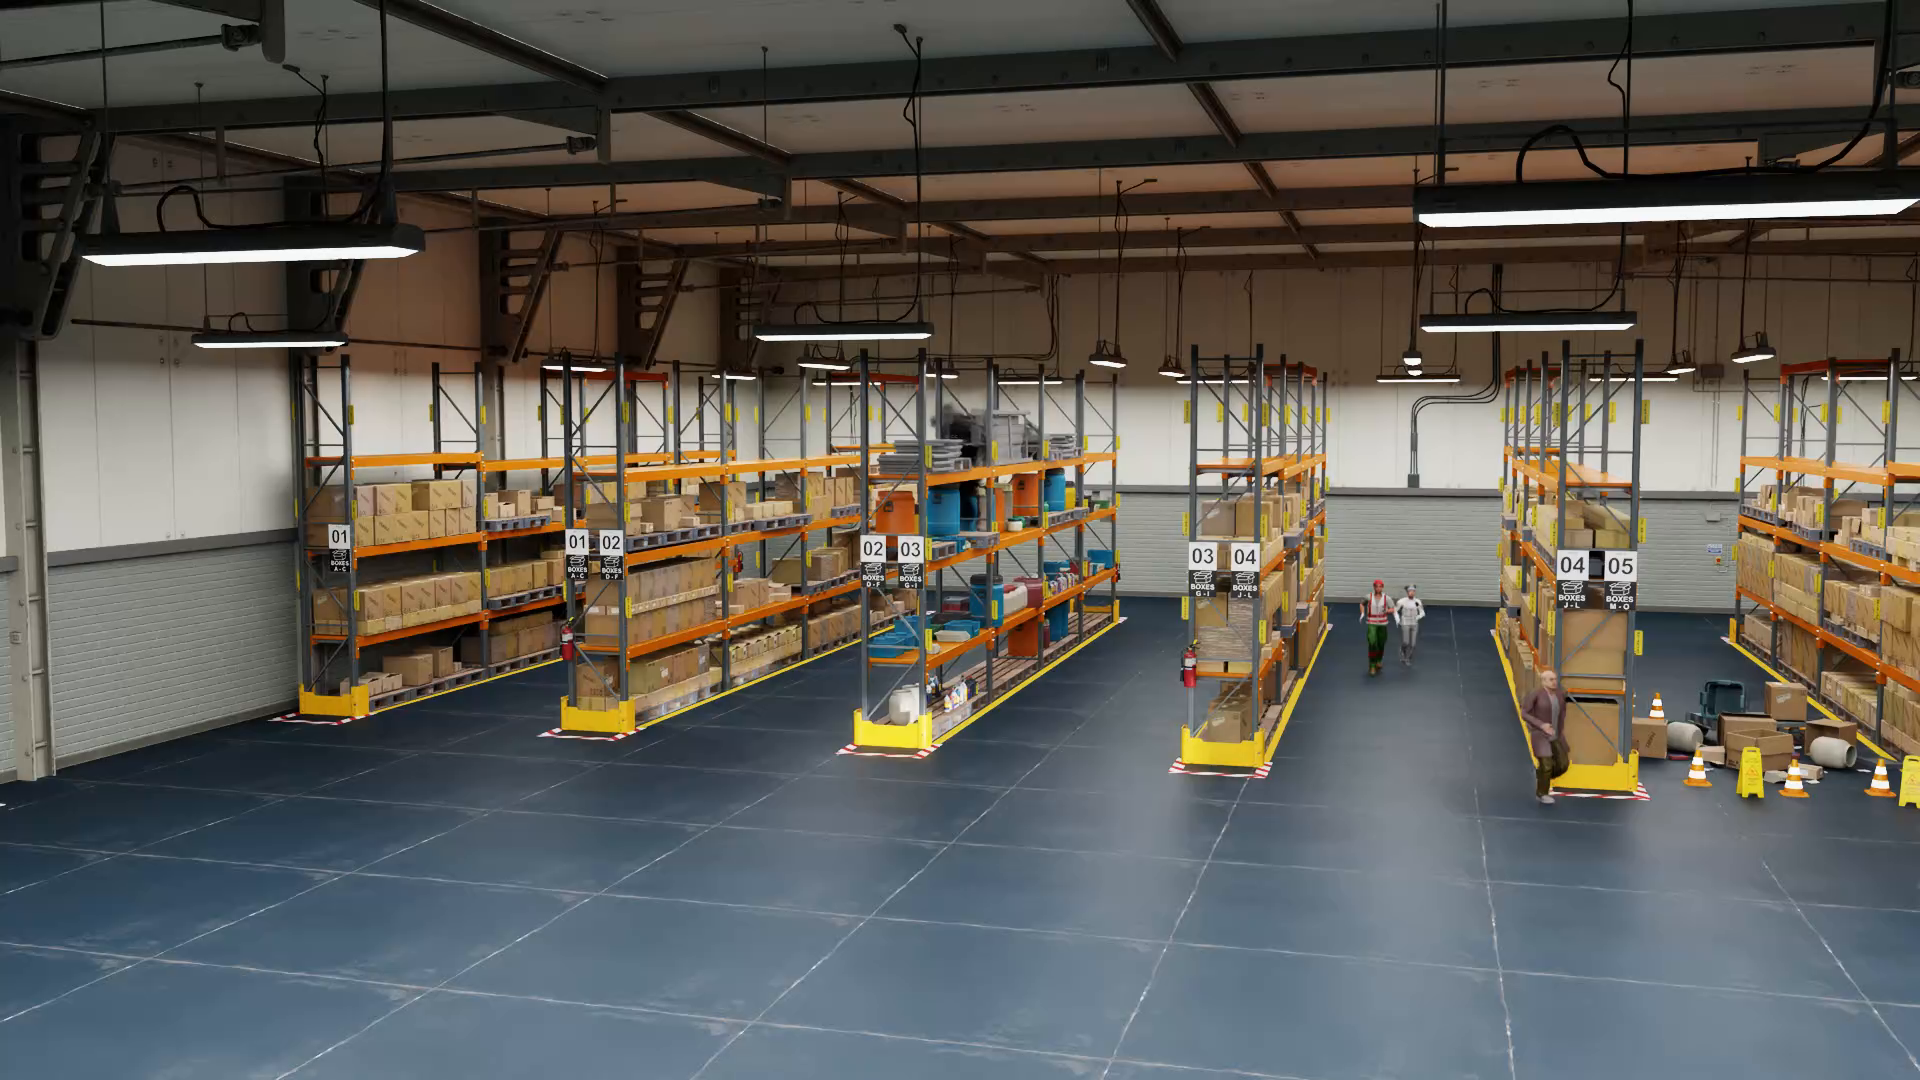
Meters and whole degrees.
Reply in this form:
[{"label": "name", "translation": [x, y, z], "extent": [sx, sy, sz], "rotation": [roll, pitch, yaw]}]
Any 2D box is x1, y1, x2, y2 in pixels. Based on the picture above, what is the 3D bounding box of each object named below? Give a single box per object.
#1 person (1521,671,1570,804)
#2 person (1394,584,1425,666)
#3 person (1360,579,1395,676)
[{"label": "person", "translation": [7.538, 2.528, 21.352], "extent": [0.709, 1.724, 0.660], "rotation": [-1, 4, -15]}, {"label": "person", "translation": [8.921, 1.696, 32.990], "extent": [0.586, 1.649, 0.550], "rotation": [0, 4, 2]}, {"label": "person", "translation": [8.091, 1.676, 32.281], "extent": [0.652, 1.838, 0.836], "rotation": [1, 4, 9]}]
